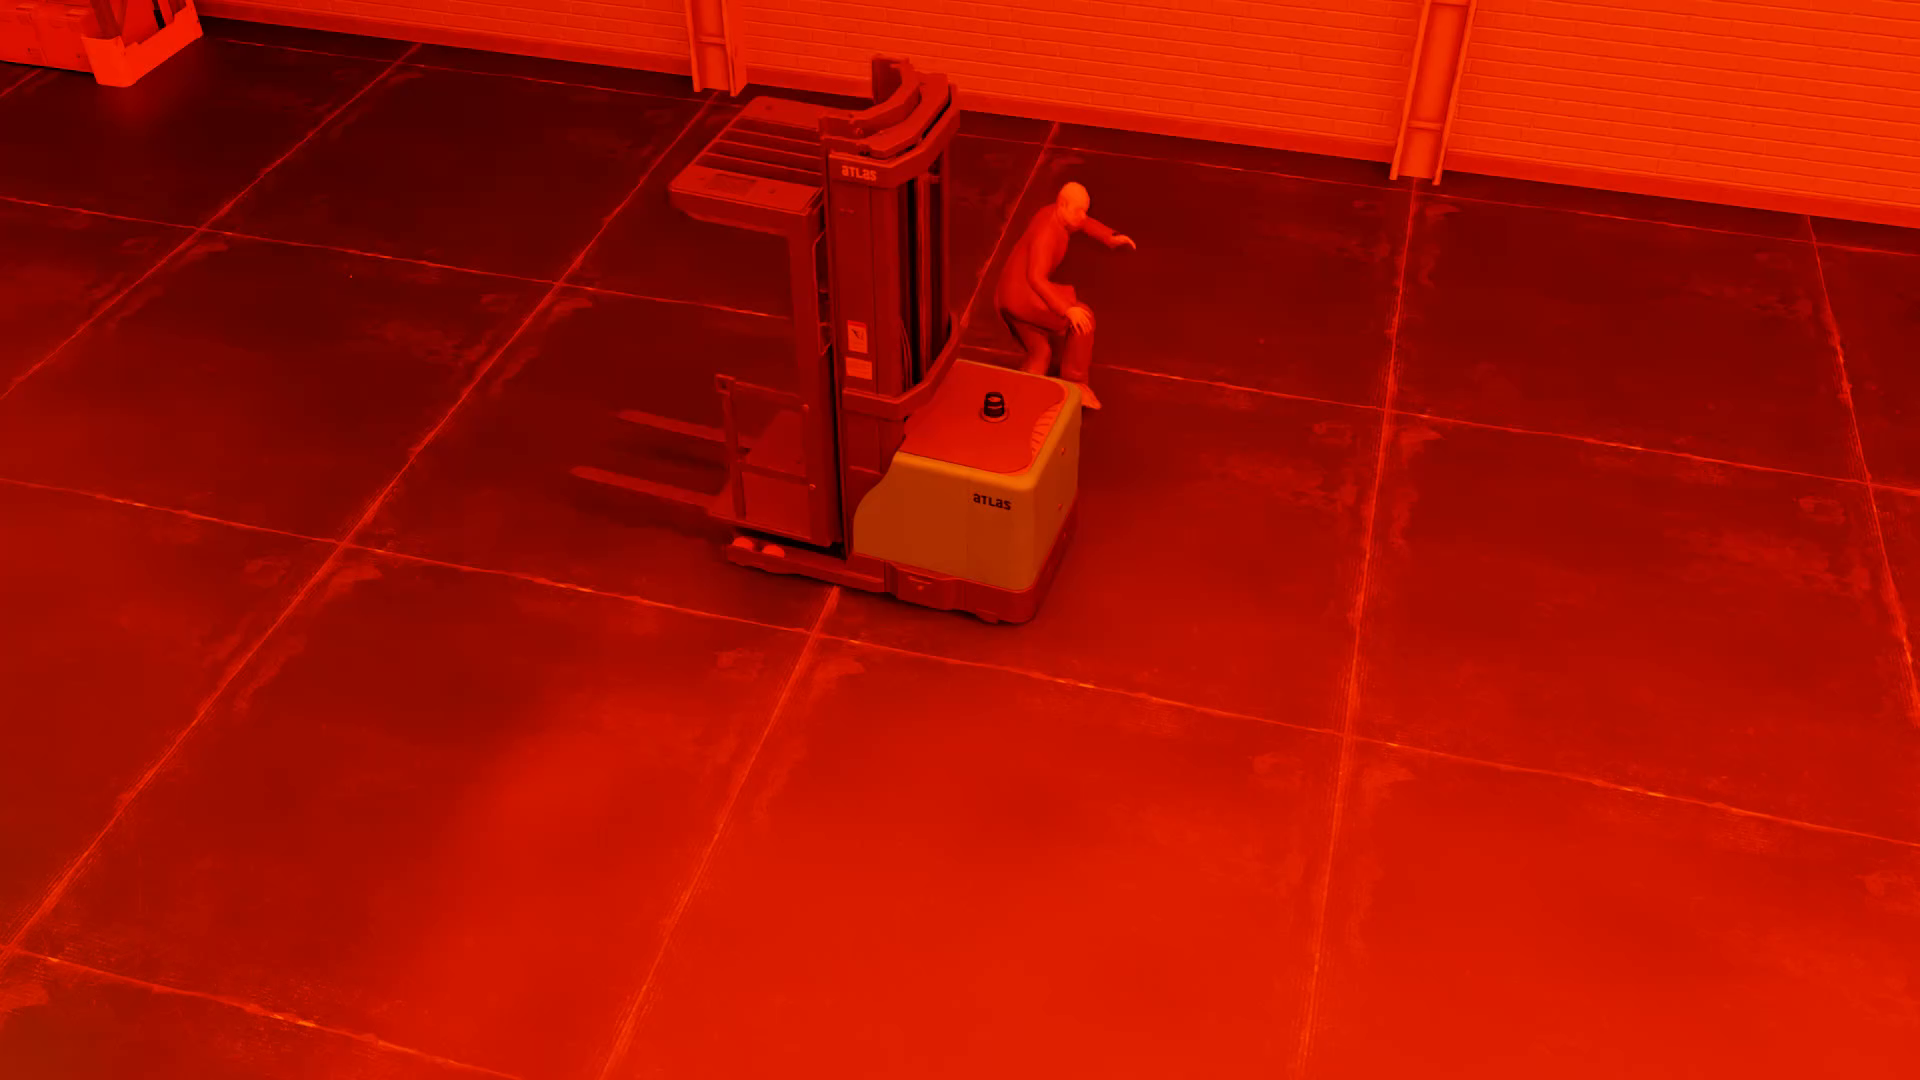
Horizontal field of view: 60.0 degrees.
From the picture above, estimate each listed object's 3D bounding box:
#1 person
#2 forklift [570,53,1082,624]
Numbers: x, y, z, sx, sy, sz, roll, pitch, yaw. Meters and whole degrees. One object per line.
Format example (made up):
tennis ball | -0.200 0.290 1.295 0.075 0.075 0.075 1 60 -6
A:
person | 0.695 -1.509 10.634 0.932 1.539 1.043 -7 42 -8
forklift | -0.861 -1.220 9.253 3.031 2.935 1.130 13 43 15
